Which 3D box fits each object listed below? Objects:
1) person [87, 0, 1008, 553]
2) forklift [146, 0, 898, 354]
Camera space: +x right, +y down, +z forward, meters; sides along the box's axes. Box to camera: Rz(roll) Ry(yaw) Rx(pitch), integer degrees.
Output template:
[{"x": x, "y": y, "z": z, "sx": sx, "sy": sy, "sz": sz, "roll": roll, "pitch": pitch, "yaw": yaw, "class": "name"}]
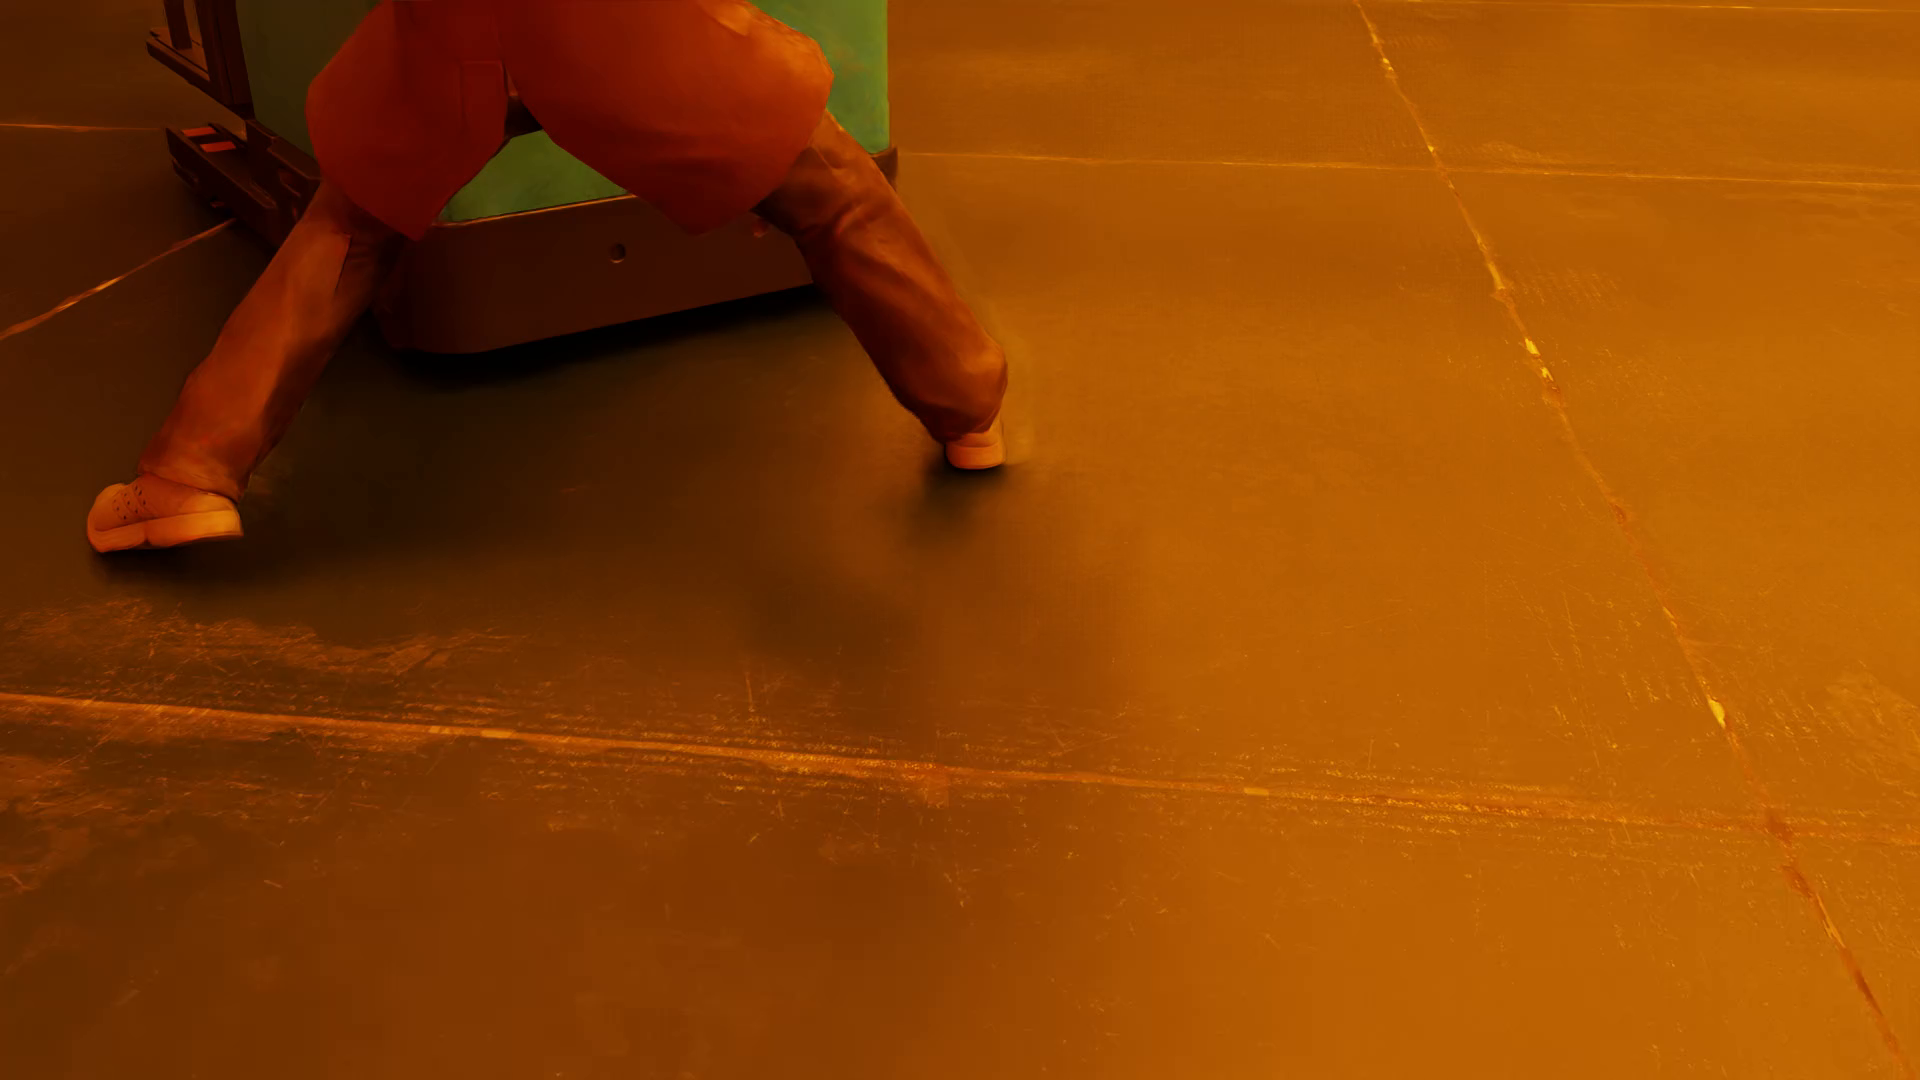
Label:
[{"x": -0.600, "y": -0.795, "z": 2.349, "sx": 1.302, "sy": 1.565, "sz": 0.977, "roll": 5, "pitch": 27, "yaw": 10, "class": "person"}, {"x": -1.388, "y": -2.251, "z": 3.729, "sx": 1.130, "sy": 2.935, "sz": 3.031, "roll": -17, "pitch": 31, "yaw": -31, "class": "forklift"}]
